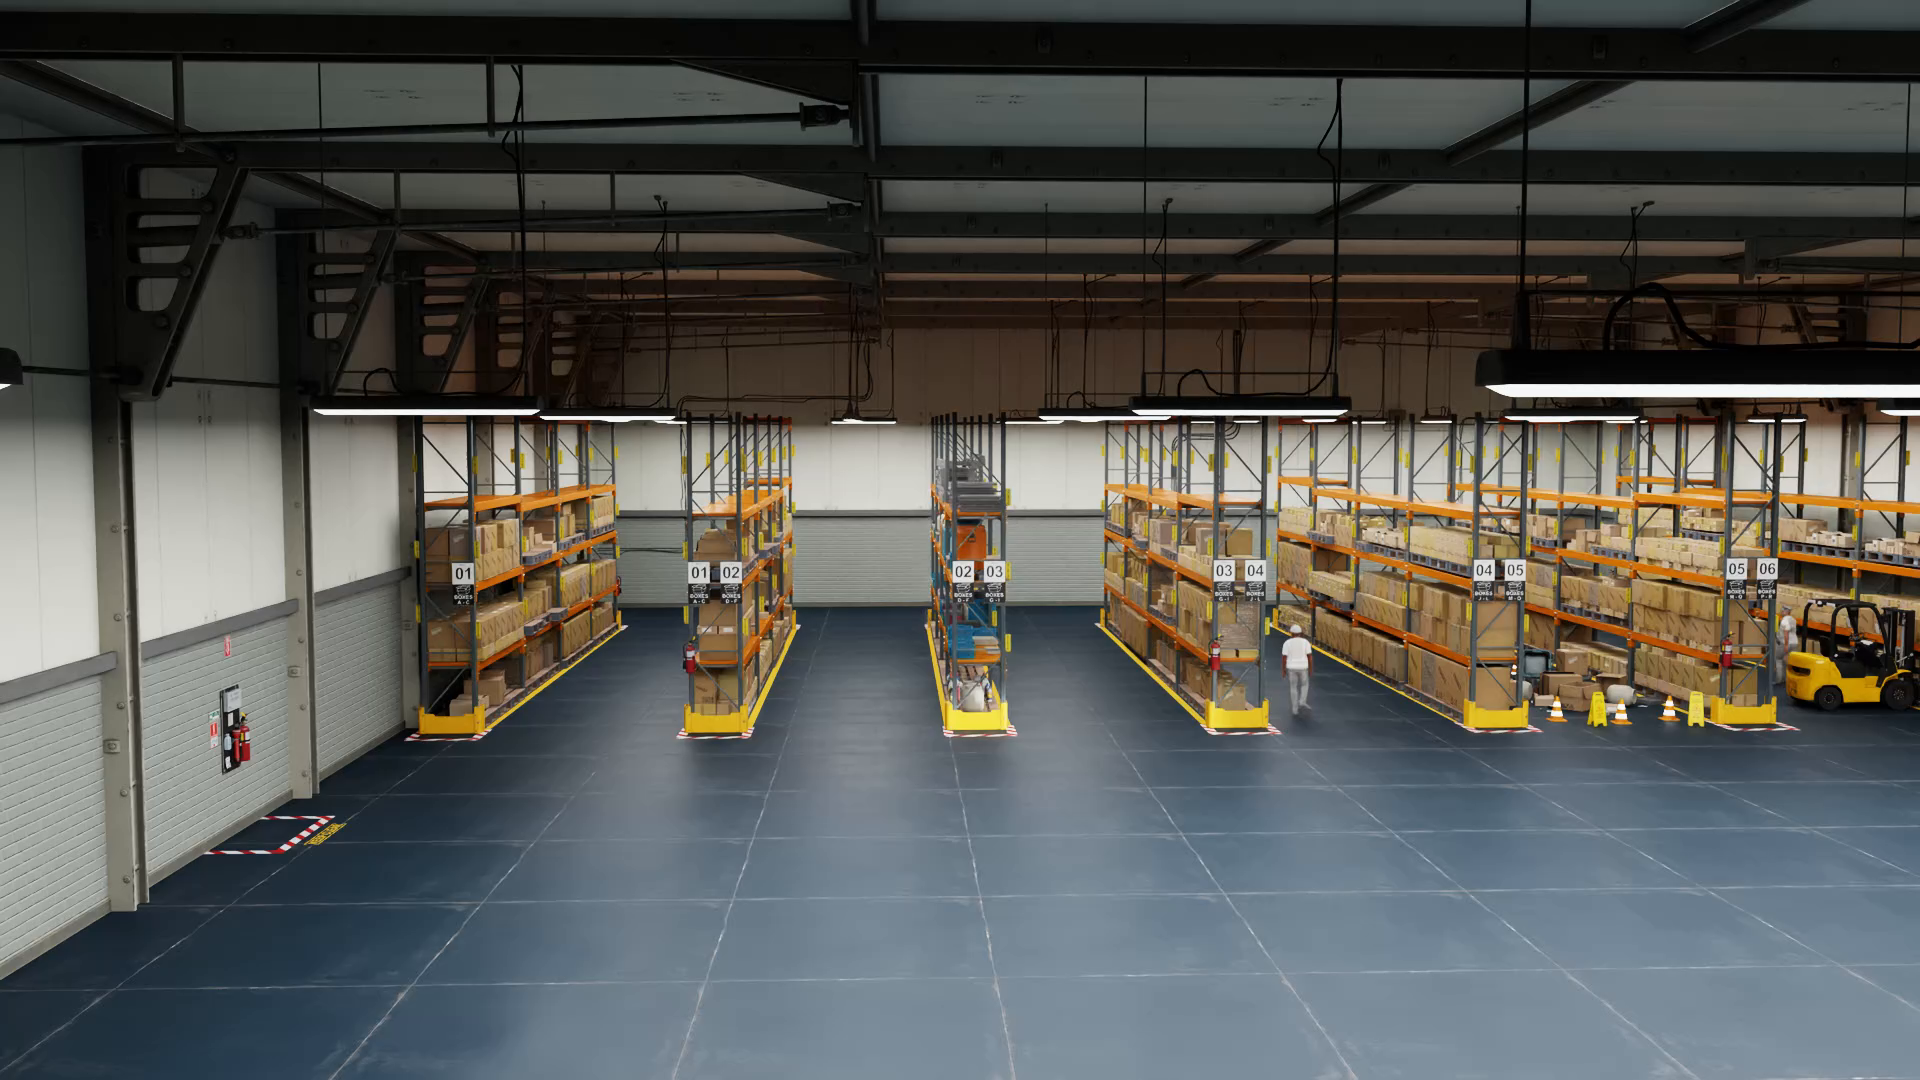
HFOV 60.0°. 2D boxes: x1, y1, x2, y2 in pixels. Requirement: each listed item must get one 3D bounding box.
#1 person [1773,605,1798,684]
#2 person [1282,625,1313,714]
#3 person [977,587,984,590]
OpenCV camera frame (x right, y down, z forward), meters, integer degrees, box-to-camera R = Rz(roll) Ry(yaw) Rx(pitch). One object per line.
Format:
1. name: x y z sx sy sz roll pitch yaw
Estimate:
1. person: 18.411 2.358 36.951 0.543 1.817 0.609 -1 4 -14
2. person: 6.741 2.573 33.229 0.614 1.752 0.475 1 4 13
3. person: 0.605 1.601 48.404 0.647 1.722 0.471 1 4 15
